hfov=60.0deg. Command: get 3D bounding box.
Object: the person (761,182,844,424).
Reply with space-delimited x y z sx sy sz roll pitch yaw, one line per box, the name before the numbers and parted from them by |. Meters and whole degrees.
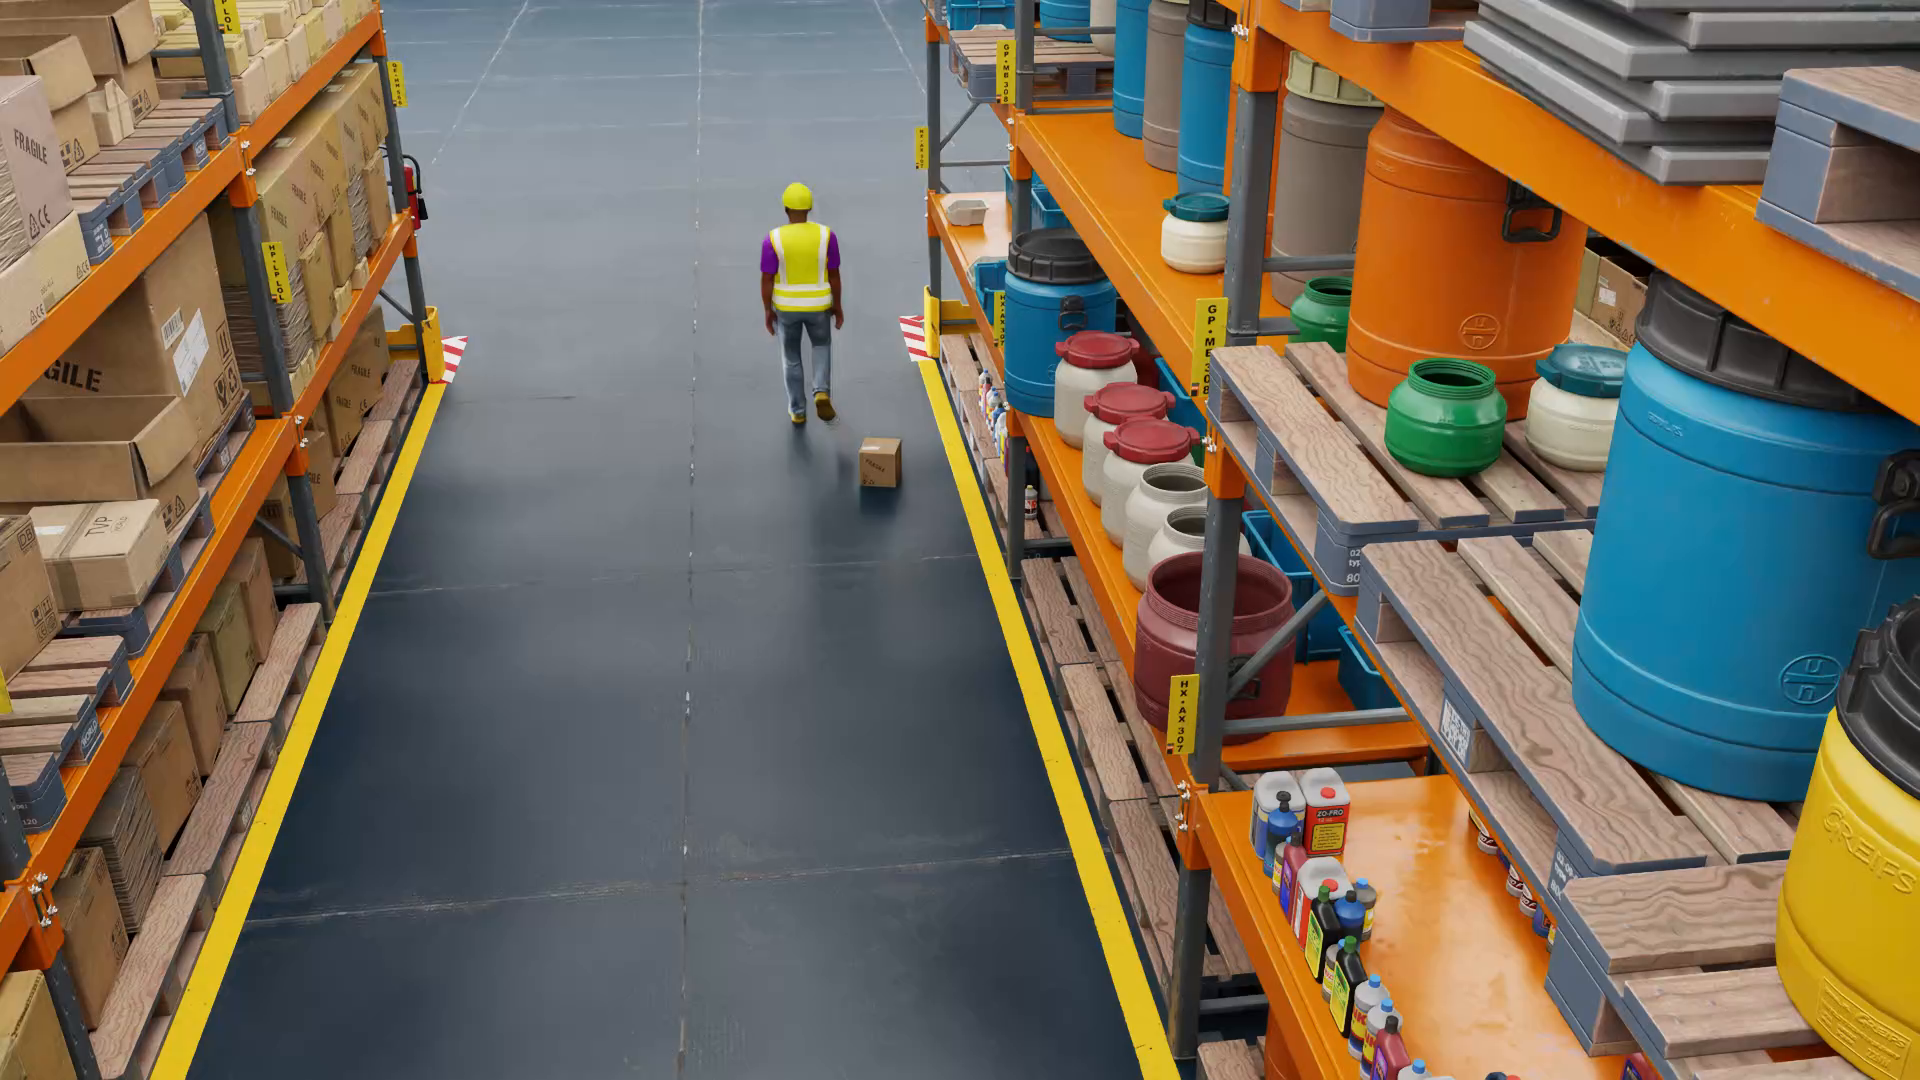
person | -1.115 -1.659 11.784 0.573 1.754 0.517 -5 27 -11
